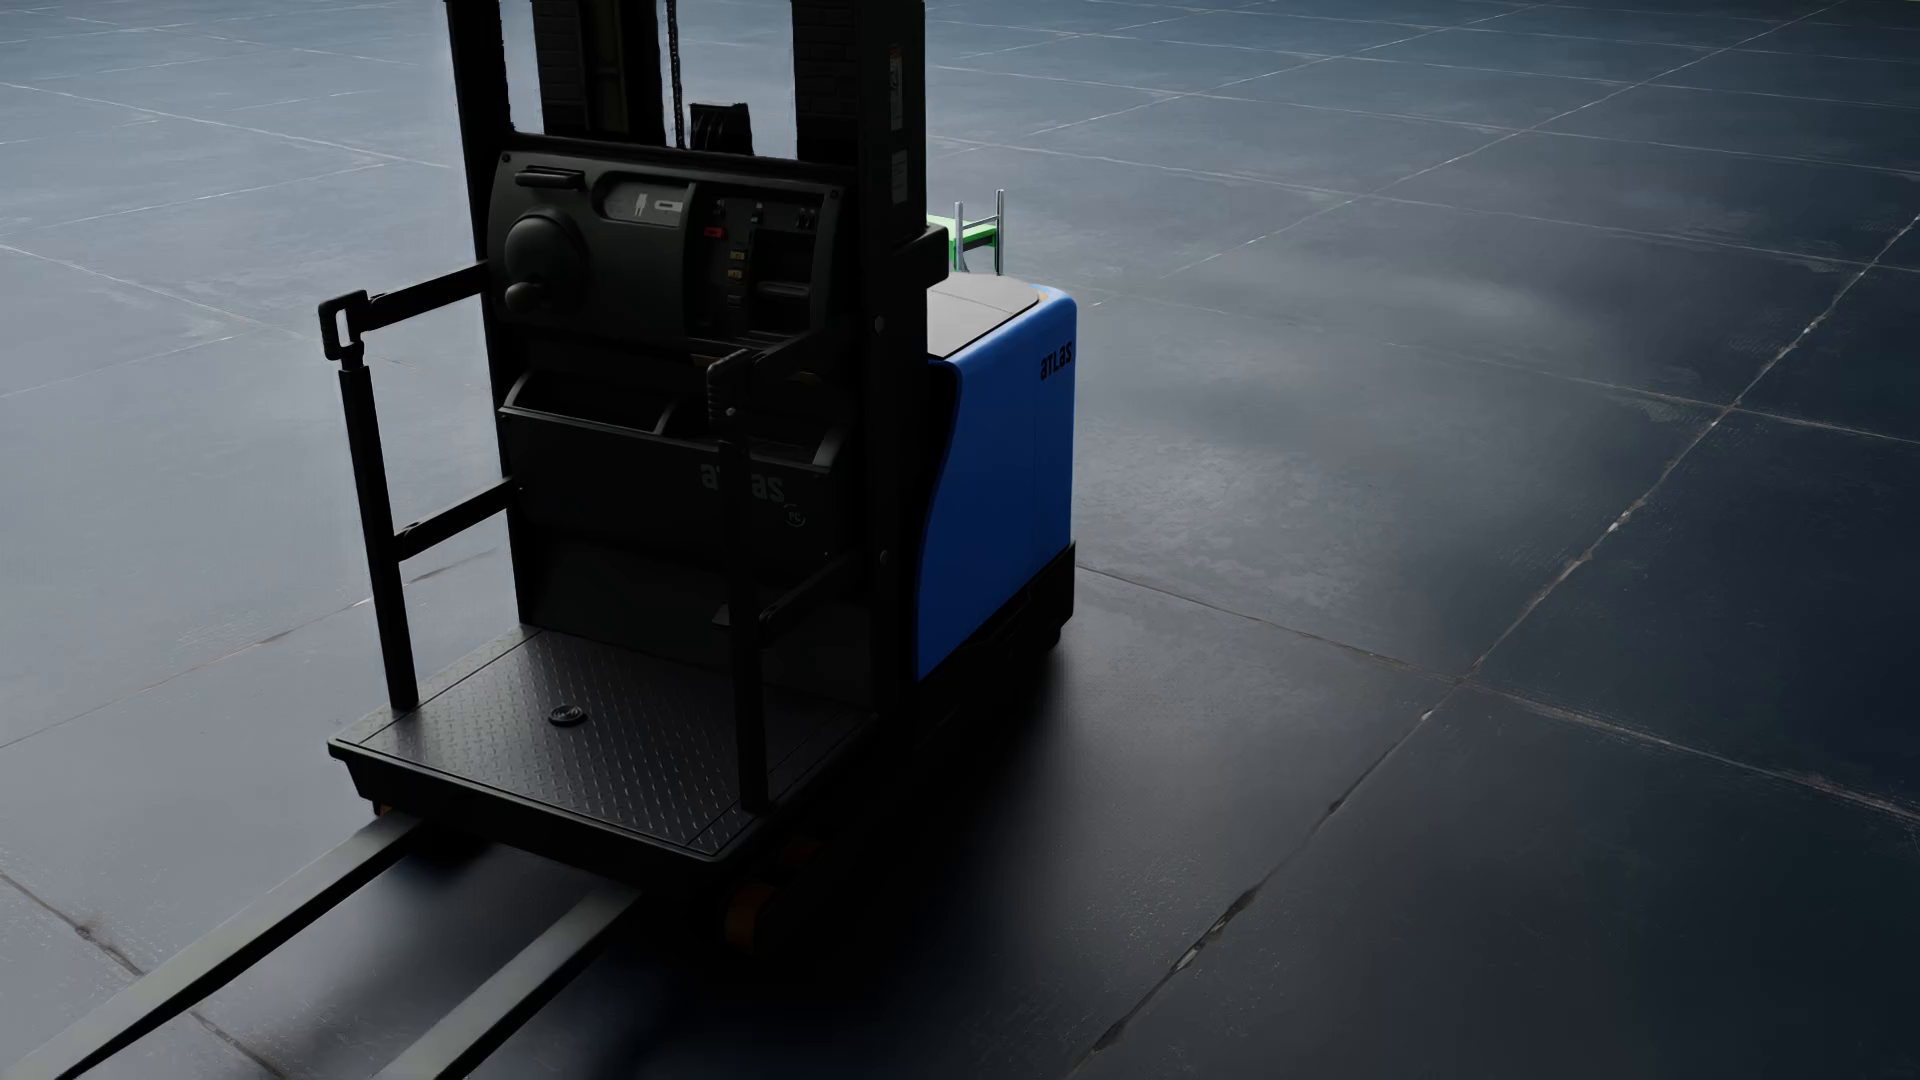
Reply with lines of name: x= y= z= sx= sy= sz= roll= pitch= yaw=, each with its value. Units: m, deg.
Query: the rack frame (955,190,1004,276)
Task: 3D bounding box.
rack frame: x=0.063 y=-0.530 z=5.465 sx=0.015 sy=1.200 sz=0.240 roll=17 pitch=29 yaw=33

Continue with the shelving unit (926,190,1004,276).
shelving unit: x=-0.132 y=-0.589 z=5.599 sx=0.503 sy=1.200 sz=0.258 roll=17 pitch=29 yaw=33

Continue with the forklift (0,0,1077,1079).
forklift: x=-0.764 y=-0.626 z=3.536 sx=1.130 sy=2.935 sz=3.031 roll=11 pitch=26 yaw=24

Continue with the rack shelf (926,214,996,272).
rack shelf: x=-0.132 y=-0.970 z=5.431 sx=0.480 sy=0.148 sz=0.258 roll=17 pitch=29 yaw=33
